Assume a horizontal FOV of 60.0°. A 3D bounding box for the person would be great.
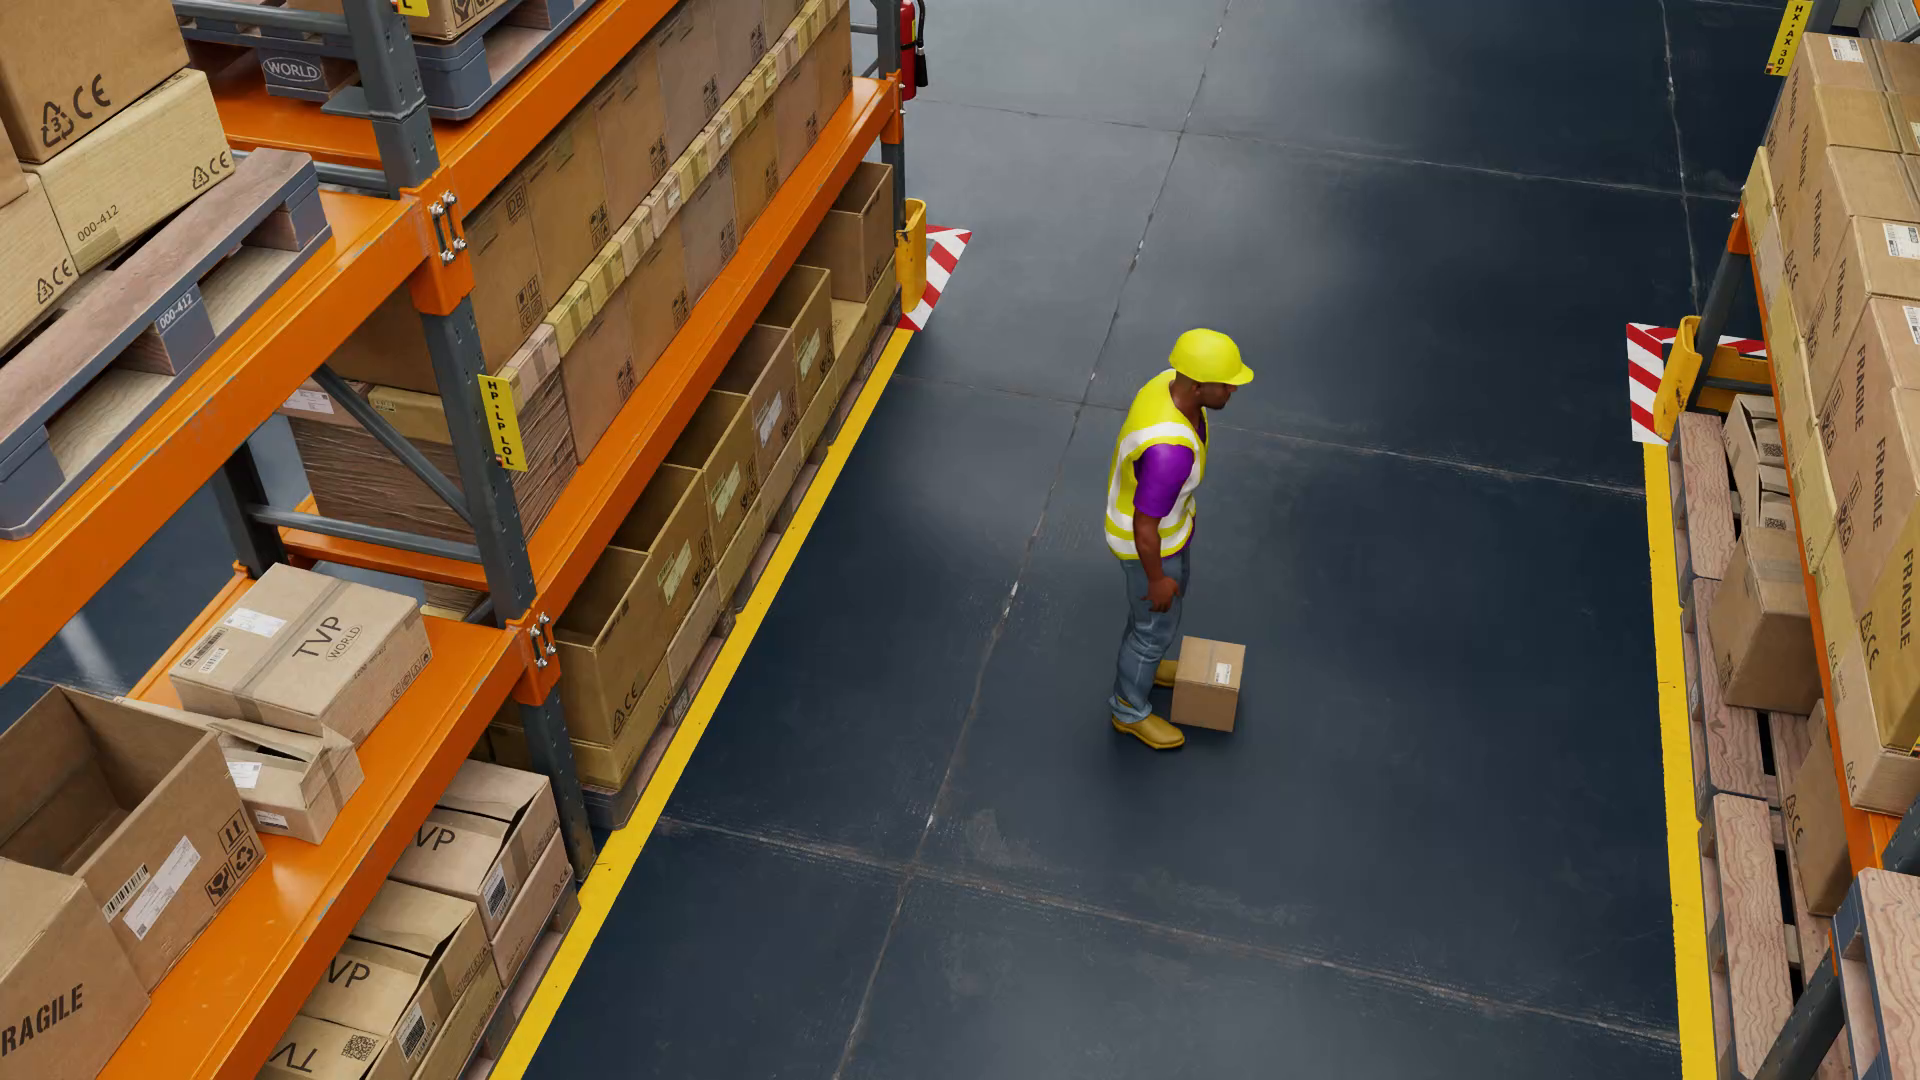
[{"bbox_3d":[0.772,-0.028,6.177,0.463,1.759,0.632,9,42,11],"label":"person"}]
